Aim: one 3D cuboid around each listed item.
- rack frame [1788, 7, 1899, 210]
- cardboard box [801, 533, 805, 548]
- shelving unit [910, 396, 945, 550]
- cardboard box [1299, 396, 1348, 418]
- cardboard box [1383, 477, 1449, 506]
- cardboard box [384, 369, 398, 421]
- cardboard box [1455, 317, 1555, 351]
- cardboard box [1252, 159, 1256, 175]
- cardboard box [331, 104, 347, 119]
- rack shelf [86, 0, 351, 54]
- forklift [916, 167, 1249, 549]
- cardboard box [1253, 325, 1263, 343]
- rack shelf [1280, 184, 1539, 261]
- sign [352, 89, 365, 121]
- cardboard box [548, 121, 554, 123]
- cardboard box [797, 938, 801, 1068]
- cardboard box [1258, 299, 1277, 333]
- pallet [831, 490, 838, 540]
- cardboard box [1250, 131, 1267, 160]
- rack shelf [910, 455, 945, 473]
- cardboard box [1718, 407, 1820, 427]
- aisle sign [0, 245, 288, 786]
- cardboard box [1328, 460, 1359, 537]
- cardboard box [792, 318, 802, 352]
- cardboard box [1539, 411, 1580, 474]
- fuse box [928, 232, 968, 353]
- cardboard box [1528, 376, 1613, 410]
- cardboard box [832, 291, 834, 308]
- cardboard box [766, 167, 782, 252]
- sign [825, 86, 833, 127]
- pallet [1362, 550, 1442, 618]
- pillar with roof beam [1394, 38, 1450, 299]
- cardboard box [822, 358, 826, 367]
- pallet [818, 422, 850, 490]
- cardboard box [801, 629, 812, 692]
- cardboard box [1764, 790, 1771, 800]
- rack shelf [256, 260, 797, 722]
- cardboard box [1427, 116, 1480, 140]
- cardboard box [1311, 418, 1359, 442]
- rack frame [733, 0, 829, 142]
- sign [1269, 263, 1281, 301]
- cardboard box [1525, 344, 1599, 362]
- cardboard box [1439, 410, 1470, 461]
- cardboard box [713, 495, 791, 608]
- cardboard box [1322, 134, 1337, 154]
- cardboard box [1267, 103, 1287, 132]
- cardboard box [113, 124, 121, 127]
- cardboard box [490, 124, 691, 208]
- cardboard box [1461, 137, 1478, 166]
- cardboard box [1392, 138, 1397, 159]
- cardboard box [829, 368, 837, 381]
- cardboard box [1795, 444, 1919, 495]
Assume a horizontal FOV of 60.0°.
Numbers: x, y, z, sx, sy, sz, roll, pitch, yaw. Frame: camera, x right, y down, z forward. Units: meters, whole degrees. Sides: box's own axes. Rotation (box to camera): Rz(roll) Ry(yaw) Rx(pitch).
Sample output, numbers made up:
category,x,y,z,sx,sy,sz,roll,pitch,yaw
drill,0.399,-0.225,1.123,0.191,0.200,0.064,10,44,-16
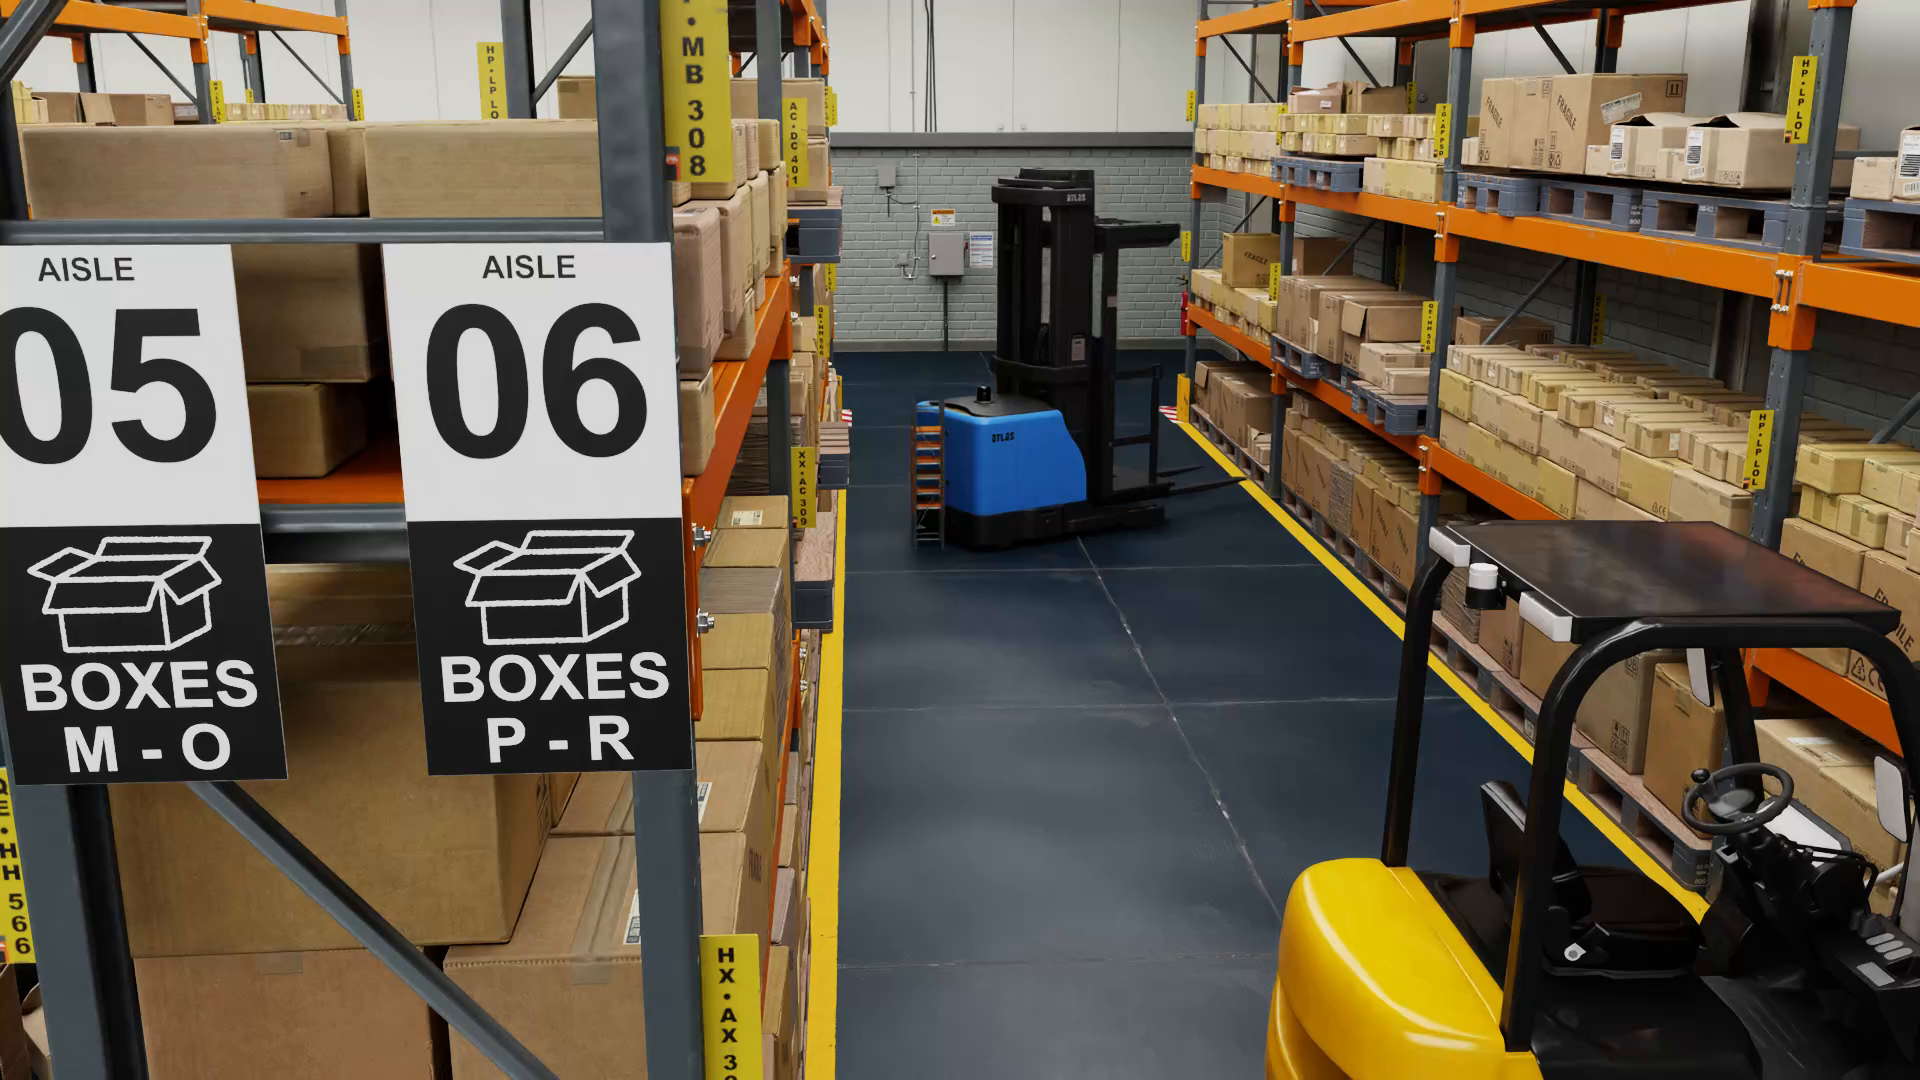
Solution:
category,x,y,z,sx,sy,sz,roll,pitch,yaw
rack frame,3.792,-2.760,6.195,1.000,3.000,0.127,-1,14,-3
cardboard box,-0.888,-0.064,7.415,0.380,0.149,0.250,-1,14,-2
shelving unit,-0.256,-0.530,13.179,0.258,1.200,0.189,-2,14,-7
cardboard box,3.117,-1.138,14.206,0.380,0.149,0.250,-2,15,-6
cardboard box,3.213,-0.343,11.712,0.380,0.149,0.250,-2,15,-6
cardboard box,-1.246,-0.326,3.258,0.380,0.149,0.250,0,14,-2
cardboard box,3.668,-1.232,11.251,0.500,0.500,0.500,0,14,-1
cardboard box,2.961,-3.516,15.657,0.380,0.149,0.250,0,14,-2
cardboard box,-6.526,-4.397,17.075,0.380,0.149,0.250,-1,14,-4
rack shelf,-6.716,-4.718,15.255,1.077,0.370,4.000,-1,14,-3
forklift,1.121,-1.612,13.911,3.031,2.935,1.130,-9,17,-32
cardboard box,2.946,-1.927,15.500,0.380,0.149,0.250,-1,14,-2
rack shelf,3.420,-2.451,12.458,1.077,0.370,4.000,-1,14,-3
sign,-6.285,-4.545,17.376,0.100,0.325,0.005,-1,14,-3
cardboard box,-1.333,-1.088,4.620,0.380,0.149,0.250,-1,14,-4
cardboard box,-0.814,1.626,5.862,0.500,0.250,0.500,-1,14,-5
cardboard box,3.021,-2.039,15.135,0.500,0.250,0.500,-1,14,-2
pallet,-1.535,-0.226,13.980,1.003,0.211,1.213,-1,14,-3
cardboard box,2.973,-3.614,15.236,0.500,0.250,0.500,-1,14,-5
rack shelf,-0.256,-0.603,13.160,0.258,0.103,0.180,-2,14,-7
cardboard box,3.978,-0.563,8.194,0.380,0.149,0.250,-1,14,-3
aisle sign,-1.200,-0.022,2.374,0.394,0.787,0.004,-1,14,-3
cardboard box,3.197,-0.328,12.955,0.500,0.500,0.500,-1,14,-5
cardboard box,-1.027,-1.080,8.760,0.380,0.149,0.250,-2,15,-6
cardboard box,3.429,-0.523,8.839,0.500,0.250,0.500,-1,14,-3
fuse box,-0.173,-3.536,23.835,0.539,1.711,0.414,-1,14,-3
cardboard box,3.360,-0.808,9.143,0.380,0.149,0.250,-1,14,-2
cardboard box,-1.612,-2.694,17.778,0.500,0.500,0.500,-1,14,-3
cardboard box,-0.834,-1.070,5.350,0.500,0.250,0.500,-1,14,-4
sign,-1.117,-3.633,13.939,0.100,0.325,0.005,-1,14,-3
pallet,3.535,0.315,11.880,1.003,0.211,1.213,-1,14,-3
pillar with roof beam,-0.144,-4.870,14.397,9.100,9.000,0.400,-1,14,-3
cardboard box,-1.263,-1.450,12.442,0.500,0.250,0.500,-1,14,-2
pallet,-1.260,-0.504,9.849,1.213,0.211,1.003,-1,14,-3
cardboard box,-1.331,0.621,9.523,0.950,0.372,0.625,-1,14,-5
cardboard box,3.513,1.156,6.685,0.500,0.250,0.500,-1,14,-4
rack shelf,-1.038,-0.384,4.424,1.077,0.370,4.000,-1,14,-3
cardboard box,3.227,-2.648,10.682,0.380,0.149,0.250,0,14,-2
cardboard box,3.174,-0.927,13.981,0.380,0.149,0.250,-2,15,-6
rack frame,-1.906,-5.667,17.493,1.000,3.000,0.127,-1,14,-3
sign,2.755,-2.253,14.528,0.100,0.325,0.005,-1,14,-3
cardboard box,3.766,-1.134,10.413,0.380,0.149,0.250,0,14,-2
cardboard box,3.327,-0.663,10.384,0.500,0.250,0.500,-1,14,-3
cardboard box,-0.887,0.137,6.177,0.500,0.500,0.500,-1,14,-5
cardboard box,2.990,-3.030,12.722,0.380,0.149,0.250,-1,14,-2
cardboard box,3.024,-3.733,14.694,0.500,0.250,0.500,-1,14,-3
cardboard box,-6.747,-3.056,12.701,0.500,0.311,0.500,-1,14,-4
cardboard box,-0.718,-0.717,3.177,0.380,0.149,0.250,-1,14,-3
cardboard box,3.262,-2.350,10.044,0.380,0.166,0.250,-1,14,-4
cardboard box,3.269,-2.762,11.721,0.380,0.149,0.250,-1,14,-3
cardboard box,-1.765,-1.562,17.875,0.875,0.438,0.875,-1,14,-5
cardboard box,3.515,-0.278,6.486,0.380,0.149,0.250,-1,14,-2
